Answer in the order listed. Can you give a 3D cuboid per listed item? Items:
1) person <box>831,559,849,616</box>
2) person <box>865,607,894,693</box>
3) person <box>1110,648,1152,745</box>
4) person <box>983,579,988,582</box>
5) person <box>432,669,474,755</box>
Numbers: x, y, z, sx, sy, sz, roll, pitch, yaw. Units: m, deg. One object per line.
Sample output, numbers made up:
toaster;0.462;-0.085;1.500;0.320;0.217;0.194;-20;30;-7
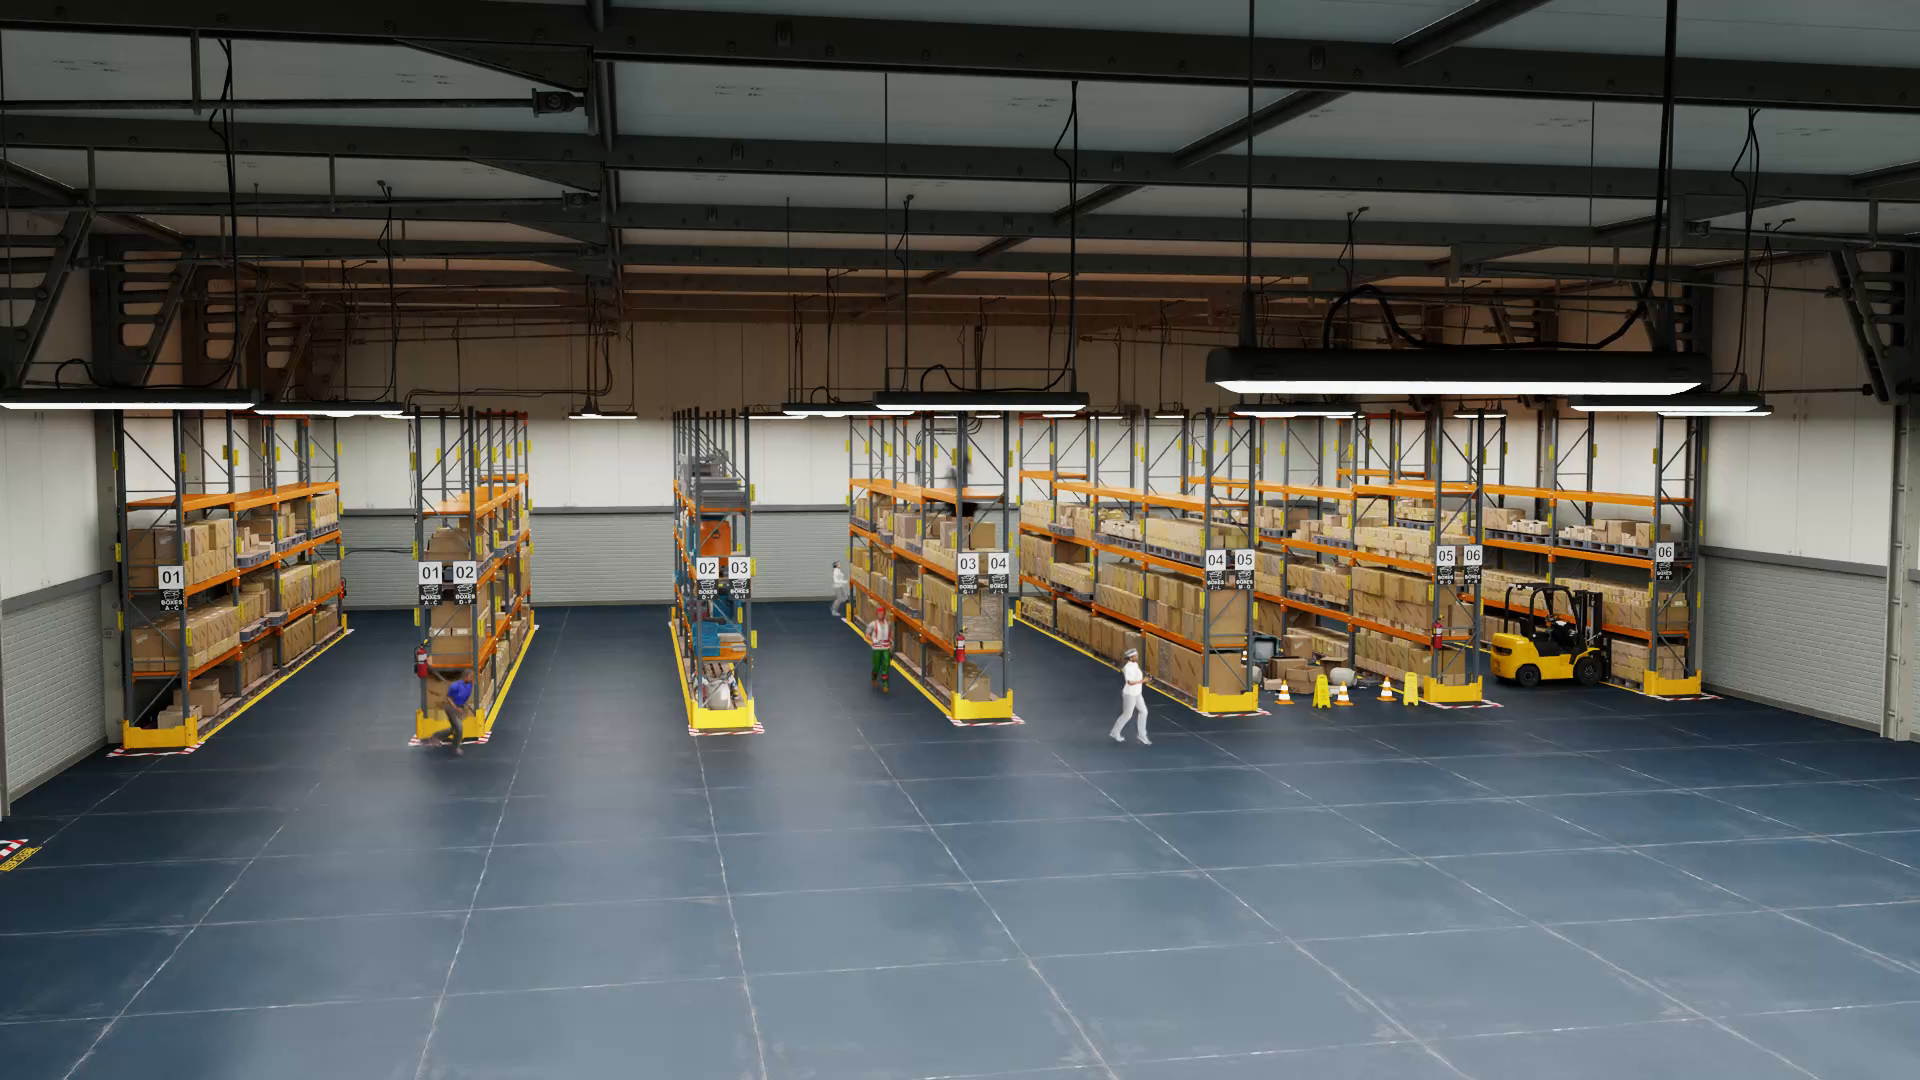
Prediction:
person;-3.525;1.400;49.054;0.543;1.650;0.602;1;4;8
person;-1.672;2.301;35.182;0.661;1.767;0.935;-1;4;-18
person;3.033;2.774;29.512;0.753;1.752;0.564;2;4;23
person;0.509;1.468;48.061;0.637;1.557;0.551;2;4;23
person;-8.758;2.955;28.726;0.925;1.495;0.530;2;5;26
